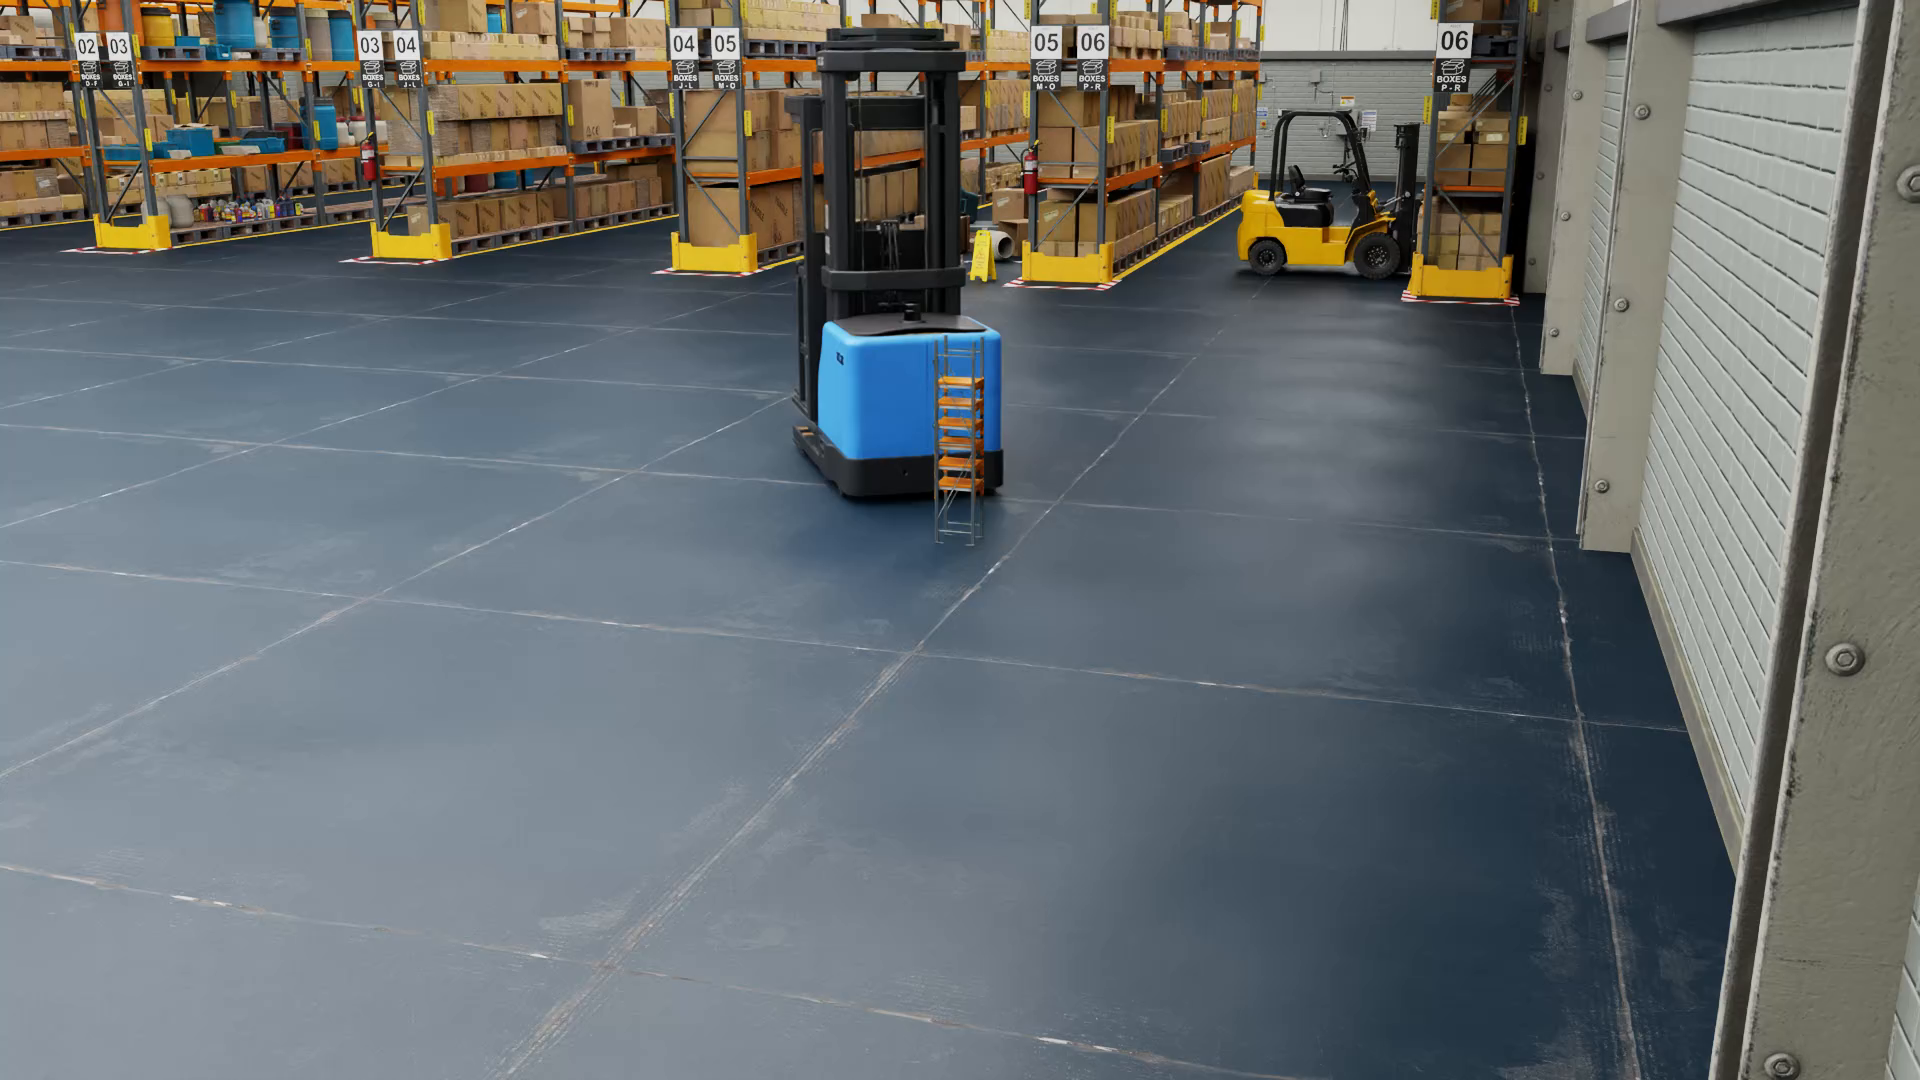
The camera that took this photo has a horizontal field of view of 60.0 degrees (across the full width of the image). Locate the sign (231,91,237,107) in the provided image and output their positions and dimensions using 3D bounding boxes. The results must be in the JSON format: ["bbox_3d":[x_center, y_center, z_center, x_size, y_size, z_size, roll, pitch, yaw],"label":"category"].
[{"bbox_3d":[-14.804,-8.987,33.895,0.100,0.325,0.005,5,16,16],"label":"sign"}]

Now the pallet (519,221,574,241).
[{"bbox_3d":[-7.133,-5.136,27.552,1.003,0.211,1.213,5,16,16],"label":"pallet"}]

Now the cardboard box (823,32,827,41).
[{"bbox_3d":[-2.190,-7.564,25.010,0.380,0.149,0.250,5,17,17],"label":"cardboard box"}]

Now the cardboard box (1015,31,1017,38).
[{"bbox_3d":[1.010,-10.815,35.593,0.380,0.149,0.250,4,16,15],"label":"cardboard box"}]

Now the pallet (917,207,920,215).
[{"bbox_3d":[-0.890,-6.155,31.141,1.003,0.211,1.213,5,16,16],"label":"pallet"}]

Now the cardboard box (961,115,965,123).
[{"bbox_3d":[-0.121,-8.238,32.521,0.380,0.149,0.250,4,16,14],"label":"cardboard box"}]

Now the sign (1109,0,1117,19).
[{"bbox_3d":[1.908,-6.663,20.725,0.100,0.325,0.005,5,16,16],"label":"sign"}]

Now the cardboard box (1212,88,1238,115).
[{"bbox_3d":[5.166,-8.616,32.693,0.500,0.500,0.500,5,17,16],"label":"cardboard box"}]

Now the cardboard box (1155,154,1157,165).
[{"bbox_3d":[2.726,-5.659,24.745,0.380,0.149,0.250,4,16,15],"label":"cardboard box"}]

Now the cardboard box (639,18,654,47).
[{"bbox_3d":[-5.871,-9.155,30.014,0.500,0.500,0.500,5,16,16],"label":"cardboard box"}]

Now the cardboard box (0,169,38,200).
[{"bbox_3d":[-16.687,-6.266,29.320,0.500,0.500,0.500,5,16,16],"label":"cardboard box"}]

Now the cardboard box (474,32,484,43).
[{"bbox_3d":[-7.411,-7.564,25.049,0.380,0.149,0.250,4,16,13],"label":"cardboard box"}]

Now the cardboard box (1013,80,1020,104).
[{"bbox_3d":[0.986,-9.649,35.789,0.500,0.500,0.500,6,17,19],"label":"cardboard box"}]

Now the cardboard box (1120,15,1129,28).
[{"bbox_3d":[2.014,-6.812,21.851,0.380,0.149,0.250,5,16,16],"label":"cardboard box"}]

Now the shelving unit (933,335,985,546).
[{"bbox_3d":[-0.004,-0.573,9.652,0.258,1.200,0.189,5,16,16],"label":"shelving unit"}]

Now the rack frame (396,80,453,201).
[{"bbox_3d":[-10.589,-8.087,32.844,1.000,3.000,0.127,5,16,16],"label":"rack frame"}]

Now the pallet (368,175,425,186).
[{"bbox_3d":[-13.659,-8.677,40.034,1.003,0.211,1.213,5,16,16],"label":"pallet"}]

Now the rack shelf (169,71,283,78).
[{"bbox_3d":[-18.382,-11.522,40.776,1.077,0.370,4.000,5,16,16],"label":"rack shelf"}]

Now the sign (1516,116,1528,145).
[{"bbox_3d":[6.679,-4.867,19.761,0.100,0.325,0.005,5,16,16],"label":"sign"}]

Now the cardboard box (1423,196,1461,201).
[{"bbox_3d":[6.692,-4.629,23.089,0.500,0.250,0.500,5,16,16],"label":"cardboard box"}]

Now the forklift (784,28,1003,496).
[{"bbox_3d":[-0.598,-2.046,11.671,1.130,2.935,3.031,-4,16,-15],"label":"forklift"}]

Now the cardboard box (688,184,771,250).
[{"bbox_3d":[-3.257,-4.561,23.538,0.875,0.875,0.875,5,17,16],"label":"cardboard box"}]

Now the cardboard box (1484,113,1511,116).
[{"bbox_3d":[7.206,-5.631,22.268,0.380,0.149,0.250,4,16,15],"label":"cardboard box"}]

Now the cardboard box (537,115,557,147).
[{"bbox_3d":[-7.164,-6.735,27.348,0.875,0.500,0.500,5,16,16],"label":"cardboard box"}]

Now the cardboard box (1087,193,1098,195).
[{"bbox_3d":[1.809,-4.718,23.861,0.500,0.500,0.500,6,17,19],"label":"cardboard box"}]

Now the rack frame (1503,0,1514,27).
[{"bbox_3d":[8.422,-9.437,26.608,1.000,3.000,0.127,5,16,16],"label":"rack frame"}]

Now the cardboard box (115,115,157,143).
[{"bbox_3d":[-15.947,-7.942,32.150,0.500,0.500,0.500,5,16,16],"label":"cardboard box"}]

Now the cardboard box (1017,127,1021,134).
[{"bbox_3d":[1.125,-8.959,36.380,0.380,0.149,0.250,5,17,17],"label":"cardboard box"}]

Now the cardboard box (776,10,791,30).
[{"bbox_3d":[-2.717,-7.334,23.470,0.500,0.250,0.500,4,16,15],"label":"cardboard box"}]

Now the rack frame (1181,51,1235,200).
[{"bbox_3d":[4.798,-7.981,32.470,1.000,3.000,0.127,5,16,16],"label":"rack frame"}]

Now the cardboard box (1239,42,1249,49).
[{"bbox_3d":[5.851,-10.359,34.865,0.380,0.149,0.250,3,16,12],"label":"cardboard box"}]

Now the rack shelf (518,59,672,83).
[{"bbox_3d":[-6.408,-8.277,29.334,1.077,0.370,4.000,5,16,16],"label":"rack shelf"}]

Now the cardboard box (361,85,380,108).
[{"bbox_3d":[-13.650,-10.284,38.575,0.500,0.500,0.500,4,16,14],"label":"cardboard box"}]

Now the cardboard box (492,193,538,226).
[{"bbox_3d":[-7.284,-5.404,27.196,0.500,0.500,0.500,11,19,33],"label":"cardboard box"}]

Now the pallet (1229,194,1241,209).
[{"bbox_3d":[5.089,-6.832,33.530,1.003,0.211,1.213,5,16,16],"label":"pallet"}]

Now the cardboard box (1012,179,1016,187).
[{"bbox_3d":[1.007,-7.787,36.240,0.380,0.149,0.250,4,16,13],"label":"cardboard box"}]

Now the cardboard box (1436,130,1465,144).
[{"bbox_3d":[5.978,-4.930,20.342,0.380,0.149,0.250,5,17,17],"label":"cardboard box"}]

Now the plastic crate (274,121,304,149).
[{"bbox_3d":[-11.881,-7.222,29.676,0.402,0.464,0.583,5,16,16],"label":"plastic crate"}]

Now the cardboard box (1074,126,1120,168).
[{"bbox_3d":[1.789,-5.135,21.708,0.500,0.500,0.500,4,16,15],"label":"cardboard box"}]

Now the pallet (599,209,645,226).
[{"bbox_3d":[-6.412,-5.839,30.028,1.003,0.211,1.213,5,16,16],"label":"pallet"}]

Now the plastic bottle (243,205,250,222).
[{"bbox_3d":[-11.922,-5.459,27.773,0.097,0.271,0.097,0,16,0],"label":"plastic bottle"}]

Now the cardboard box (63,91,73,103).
[{"bbox_3d":[-19.559,-9.656,36.237,0.500,0.250,0.500,4,16,15],"label":"cardboard box"}]

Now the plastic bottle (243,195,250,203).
[{"bbox_3d":[-12.353,-5.799,28.825,0.144,0.351,0.185,5,17,17],"label":"plastic bottle"}]

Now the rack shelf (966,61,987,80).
[{"bbox_3d":[-0.545,-8.912,31.574,1.077,0.370,4.000,5,16,16],"label":"rack shelf"}]

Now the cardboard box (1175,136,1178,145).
[{"bbox_3d":[3.257,-6.363,26.455,0.380,0.149,0.250,5,17,16],"label":"cardboard box"}]

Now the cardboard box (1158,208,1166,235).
[{"bbox_3d":[2.672,-4.963,25.877,0.950,0.372,0.625,5,17,17],"label":"cardboard box"}]

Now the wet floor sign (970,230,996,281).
[{"bbox_3d":[0.308,-3.742,21.840,0.267,0.644,0.232,11,19,35],"label":"wet floor sign"}]

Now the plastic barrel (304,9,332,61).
[{"bbox_3d":[-11.603,-9.046,29.808,0.600,0.901,0.600,0,16,0],"label":"plastic barrel"}]

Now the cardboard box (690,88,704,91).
[{"bbox_3d":[-5.429,-8.594,32.610,0.797,0.503,0.637,5,17,17],"label":"cardboard box"}]

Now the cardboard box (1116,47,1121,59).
[{"bbox_3d":[1.891,-6.368,21.745,0.380,0.149,0.250,5,17,17],"label":"cardboard box"}]

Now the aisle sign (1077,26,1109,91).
[{"bbox_3d":[1.668,-6.052,20.905,0.394,0.787,0.004,5,16,16],"label":"aisle sign"}]

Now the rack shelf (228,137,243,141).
[{"bbox_3d":[-14.768,-8.649,36.145,1.077,0.370,4.000,5,16,16],"label":"rack shelf"}]
